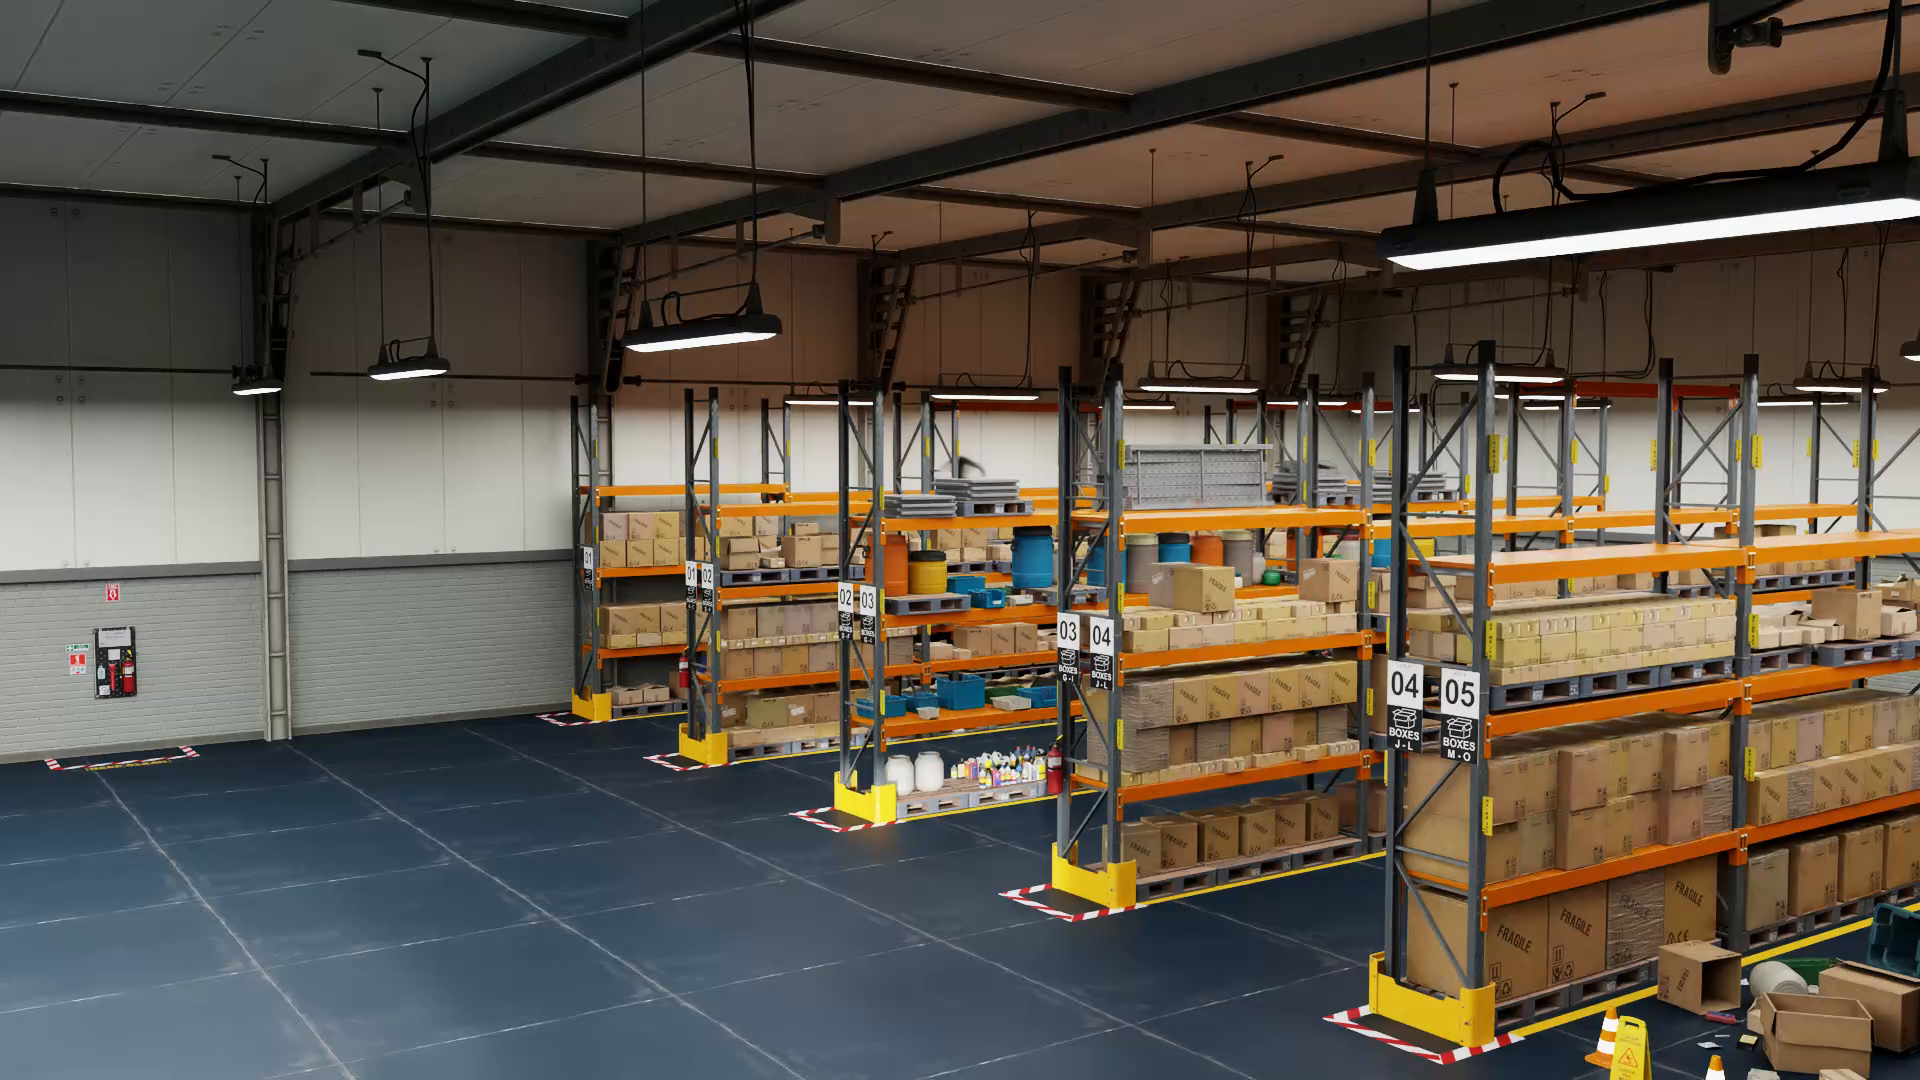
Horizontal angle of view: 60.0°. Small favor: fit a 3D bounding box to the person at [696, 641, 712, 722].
[{"bbox_3d":[-4.435,2.576,29.230,0.800,1.644,0.551,-3,4,-39],"label":"person"}]
